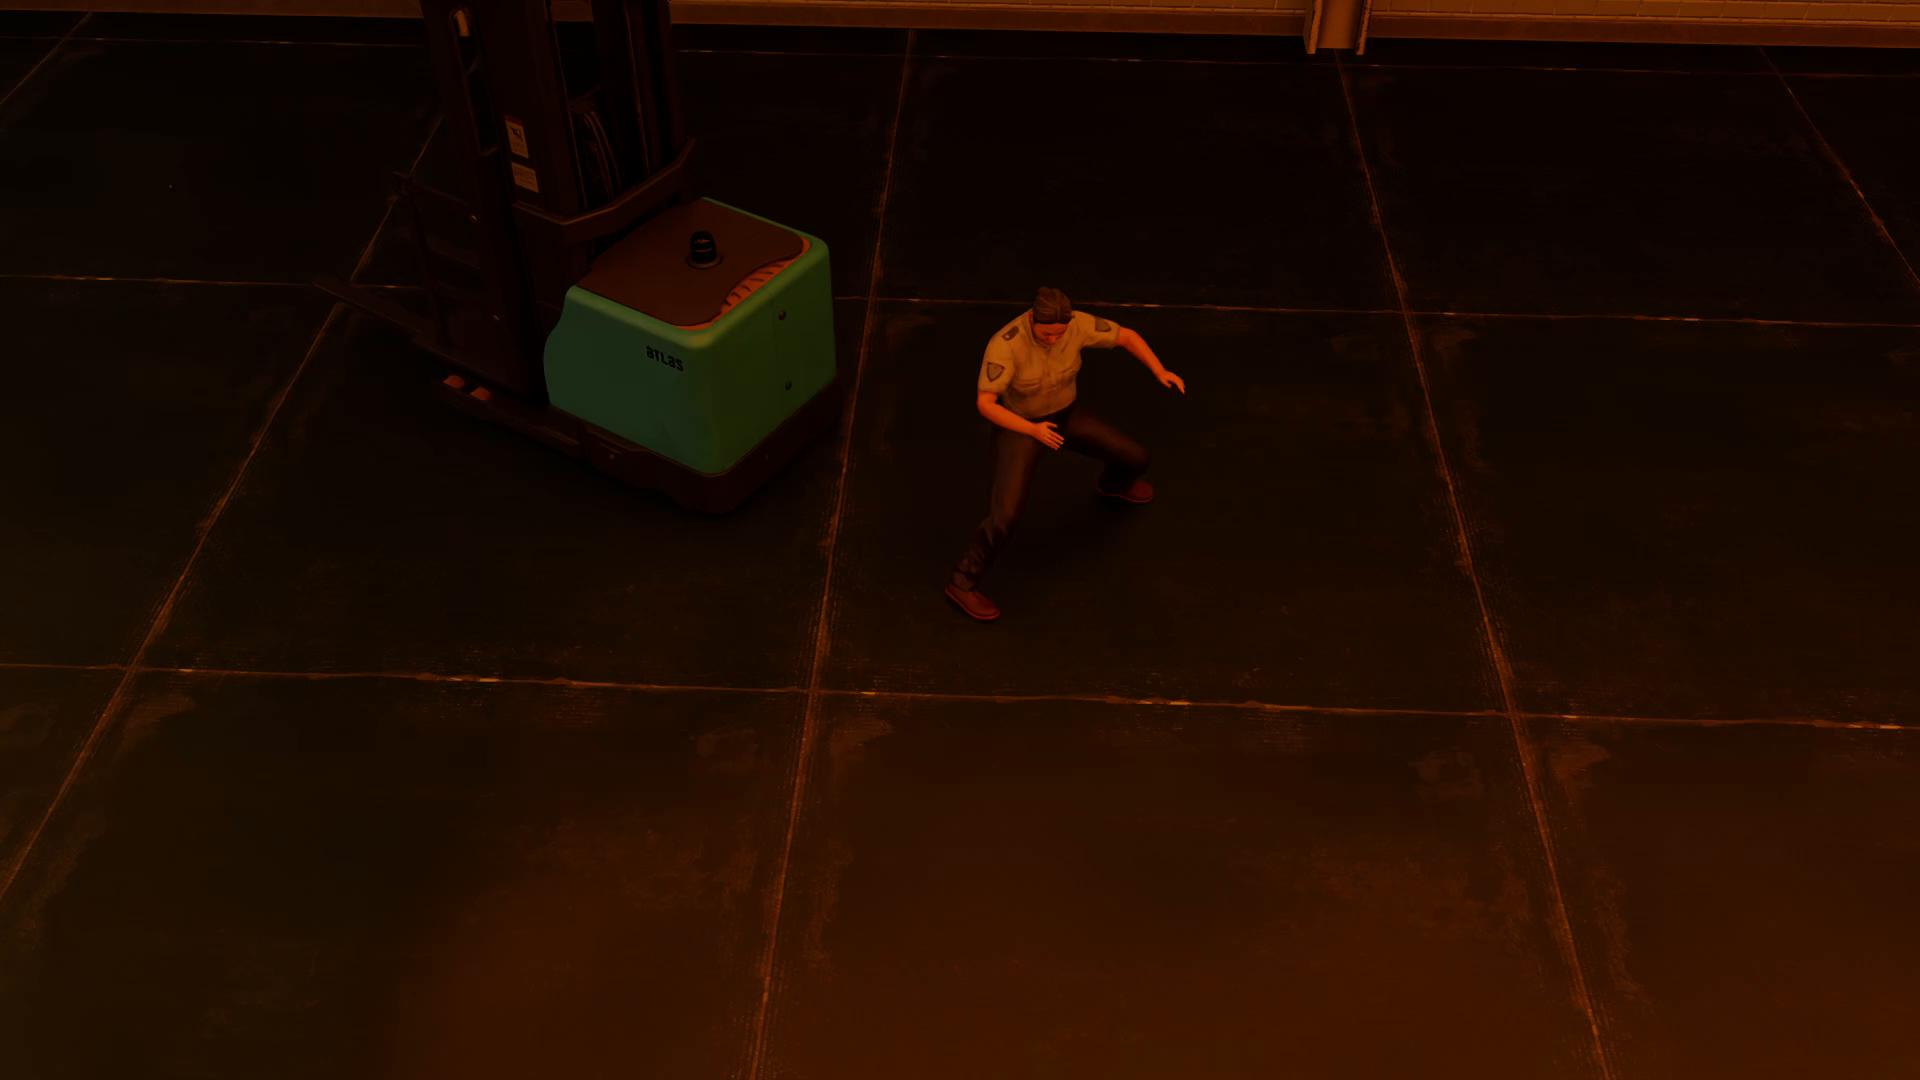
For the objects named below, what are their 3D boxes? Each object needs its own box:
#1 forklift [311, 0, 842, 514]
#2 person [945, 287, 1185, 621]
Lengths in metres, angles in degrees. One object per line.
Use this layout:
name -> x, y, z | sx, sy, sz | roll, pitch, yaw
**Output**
forklift -> -2.120, -1.976, 7.906 | 3.031, 2.935, 1.130 | 24, 47, 24
person -> 0.454, -0.476, 7.385 | 1.204, 1.419, 0.626 | -17, 45, -18
